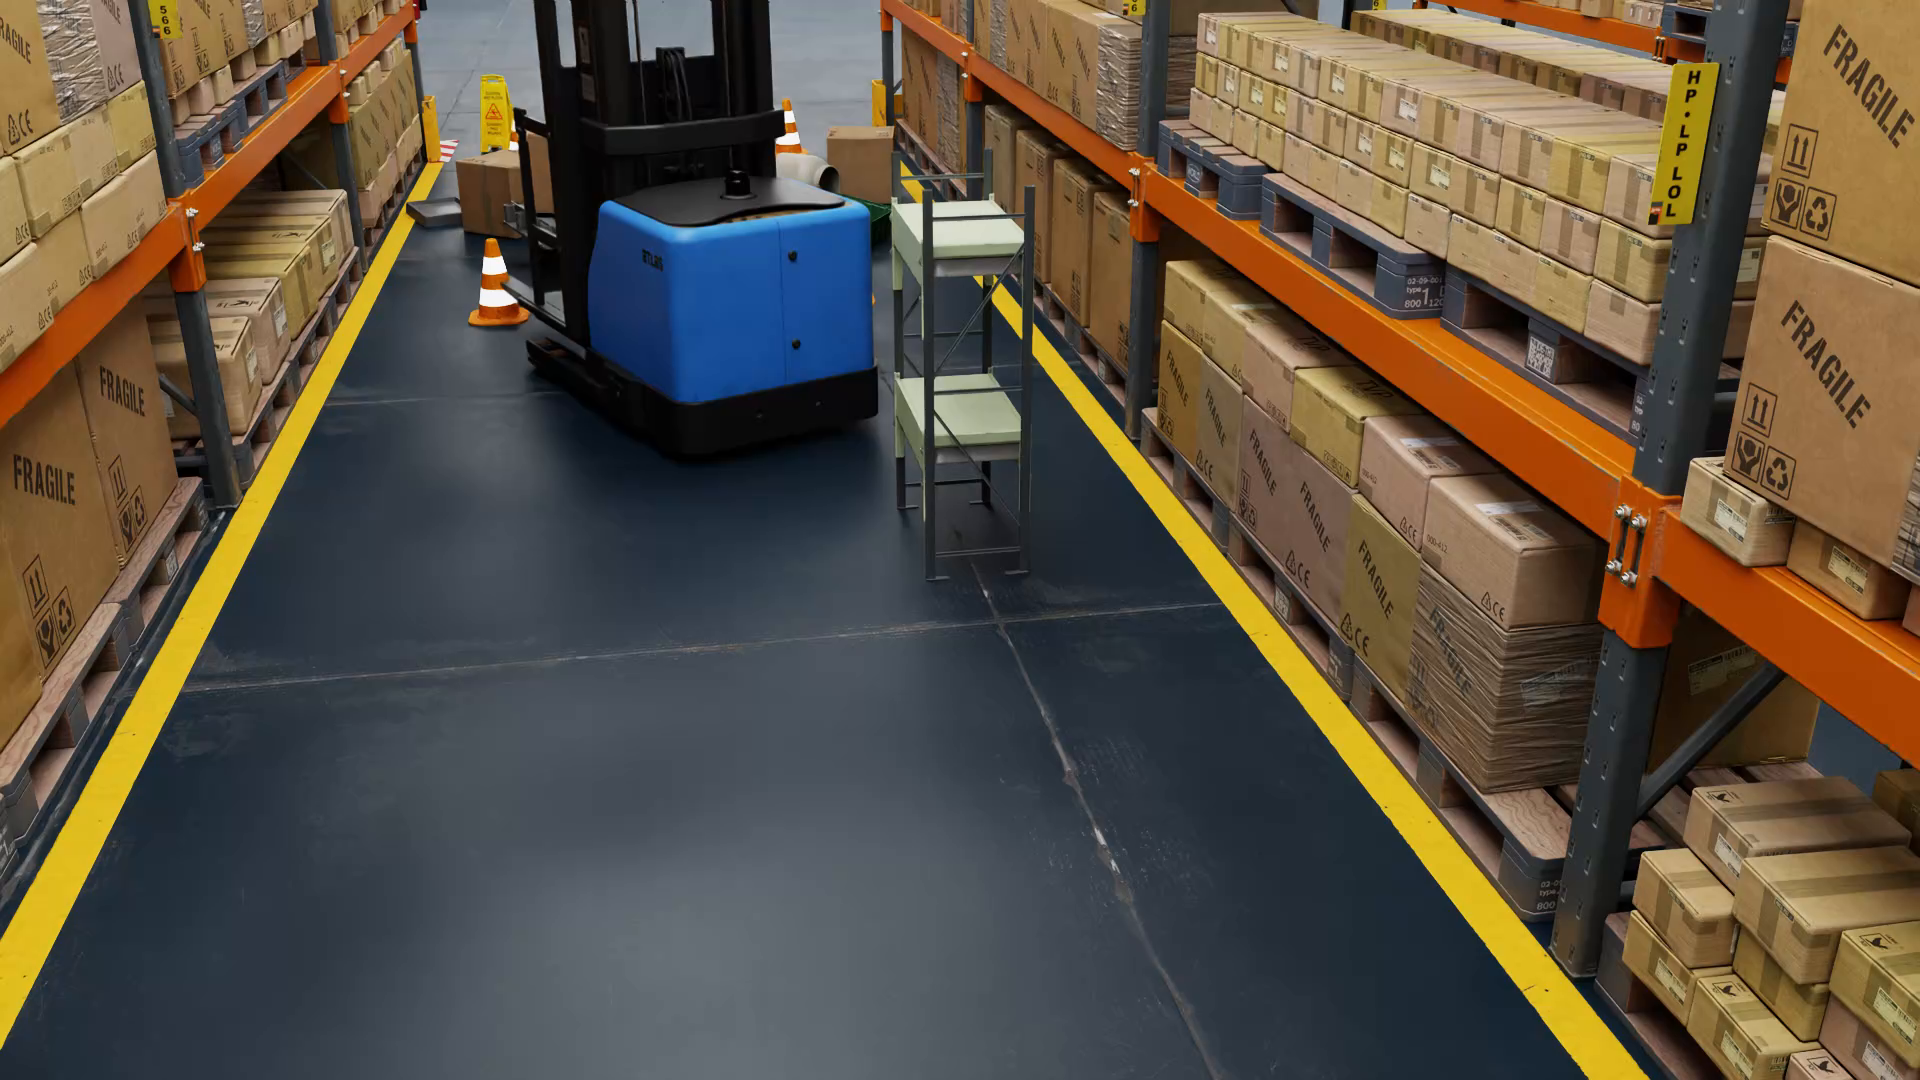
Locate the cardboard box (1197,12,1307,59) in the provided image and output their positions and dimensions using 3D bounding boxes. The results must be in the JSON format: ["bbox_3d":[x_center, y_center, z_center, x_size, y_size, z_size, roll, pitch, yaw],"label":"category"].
[{"bbox_3d":[1.181,-2.046,6.732,0.380,0.149,0.250,-4,24,-10],"label":"cardboard box"}]

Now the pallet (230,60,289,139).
[{"bbox_3d":[-3.967,-2.175,8.223,1.003,0.211,1.213,-4,24,-10],"label":"pallet"}]

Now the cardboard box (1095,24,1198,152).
[{"bbox_3d":[0.938,-2.097,7.678,0.500,0.500,0.500,-4,24,-10],"label":"cardboard box"}]

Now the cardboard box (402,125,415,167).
[{"bbox_3d":[-4.538,-3.064,12.929,0.500,0.250,0.500,-4,24,-10],"label":"cardboard box"}]

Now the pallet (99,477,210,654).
[{"bbox_3d":[-3.489,0.106,6.244,1.003,0.211,1.213,-4,24,-10],"label":"pallet"}]

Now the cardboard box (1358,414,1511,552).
[{"bbox_3d":[1.557,-0.188,5.095,0.500,0.250,0.500,-3,24,-7],"label":"cardboard box"}]

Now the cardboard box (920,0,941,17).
[{"bbox_3d":[0.161,-4.317,12.699,0.875,0.550,0.500,-4,24,-10],"label":"cardboard box"}]

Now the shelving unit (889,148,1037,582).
[{"bbox_3d":[-0.001,-0.690,6.456,0.431,1.500,0.755,-4,24,-10],"label":"shelving unit"}]

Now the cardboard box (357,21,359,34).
[{"bbox_3d":[-4.312,-3.494,11.315,0.380,0.149,0.250,-4,24,-10],"label":"cardboard box"}]

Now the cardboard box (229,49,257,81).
[{"bbox_3d":[-3.689,-2.346,8.162,0.380,0.149,0.250,-4,24,-8],"label":"cardboard box"}]

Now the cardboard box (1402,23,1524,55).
[{"bbox_3d":[1.919,-1.883,6.359,0.380,0.149,0.250,-4,24,-8],"label":"cardboard box"}]

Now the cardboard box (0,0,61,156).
[{"bbox_3d":[-3.020,-1.411,4.858,0.500,0.500,0.500,-4,24,-10],"label":"cardboard box"}]

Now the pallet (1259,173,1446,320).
[{"bbox_3d":[1.692,-1.030,5.601,1.003,0.211,1.213,-4,24,-10],"label":"pallet"}]

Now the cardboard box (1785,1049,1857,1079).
[{"bbox_3d":[1.923,1.159,3.385,0.380,0.149,0.250,-4,24,-10],"label":"cardboard box"}]

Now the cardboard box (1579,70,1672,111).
[{"bbox_3d":[2.164,-1.368,5.180,0.380,0.149,0.250,-3,24,-8],"label":"cardboard box"}]

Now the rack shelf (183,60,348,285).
[{"bbox_3d":[-3.931,-1.945,8.353,1.077,0.370,4.000,-4,24,-10],"label":"rack shelf"}]

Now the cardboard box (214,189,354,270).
[{"bbox_3d":[-4.201,-1.843,9.981,0.950,0.372,0.625,-4,24,-9],"label":"cardboard box"}]

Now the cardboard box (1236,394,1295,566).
[{"bbox_3d":[1.361,-0.244,6.160,0.500,0.500,0.500,-5,24,-11],"label":"cardboard box"}]

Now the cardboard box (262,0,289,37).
[{"bbox_3d":[-3.807,-2.872,8.558,0.500,0.500,0.500,-3,24,-8],"label":"cardboard box"}]

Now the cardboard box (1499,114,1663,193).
[{"bbox_3d":[1.662,-1.021,4.386,0.380,0.149,0.250,-5,24,-11],"label":"cardboard box"}]

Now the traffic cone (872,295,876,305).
[{"bbox_3d":[-0.690,-1.665,9.985,0.336,0.463,0.334,-4,24,-10],"label":"traffic cone"}]

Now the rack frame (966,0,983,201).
[{"bbox_3d":[0.546,-3.467,10.941,1.000,3.000,0.127,-4,24,-10],"label":"rack frame"}]

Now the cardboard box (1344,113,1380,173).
[{"bbox_3d":[1.471,-1.290,5.374,0.380,0.149,0.250,-3,24,-8],"label":"cardboard box"}]

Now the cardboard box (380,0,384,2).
[{"bbox_3d":[-4.492,-4.229,12.189,0.500,0.500,0.500,-4,24,-10],"label":"cardboard box"}]

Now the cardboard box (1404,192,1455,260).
[{"bbox_3d":[1.561,-0.947,4.960,0.380,0.149,0.250,-5,24,-12],"label":"cardboard box"}]

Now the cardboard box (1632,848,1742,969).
[{"bbox_3d":[1.777,0.824,3.782,0.380,0.149,0.250,-3,24,-7],"label":"cardboard box"}]

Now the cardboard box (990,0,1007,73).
[{"bbox_3d":[0.472,-3.088,9.947,0.500,0.500,0.500,-4,24,-9],"label":"cardboard box"}]

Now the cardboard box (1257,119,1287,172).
[{"bbox_3d":[1.321,-1.462,6.140,0.380,0.149,0.250,-3,24,-7],"label":"cardboard box"}]

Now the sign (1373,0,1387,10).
[{"bbox_3d":[1.817,-2.432,7.223,0.100,0.325,0.005,-4,24,-10],"label":"sign"}]

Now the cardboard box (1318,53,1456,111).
[{"bbox_3d":[1.425,-1.531,5.553,0.380,0.149,0.250,-4,24,-8],"label":"cardboard box"}]

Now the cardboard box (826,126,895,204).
[{"bbox_3d":[-0.750,-2.857,12.664,0.500,0.500,0.500,0,24,-1],"label":"cardboard box"}]

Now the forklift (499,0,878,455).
[{"bbox_3d":[-1.629,-2.262,8.267,1.130,2.935,3.031,-15,28,-31],"label":"forklift"}]

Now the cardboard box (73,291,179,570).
[{"bbox_3d":[-3.515,-0.429,6.113,0.875,0.875,0.875,-5,24,-10],"label":"cardboard box"}]

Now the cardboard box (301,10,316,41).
[{"bbox_3d":[-3.934,-2.956,9.560,0.380,0.149,0.250,-4,24,-9],"label":"cardboard box"}]

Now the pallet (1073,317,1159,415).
[{"bbox_3d":[1.214,-0.931,8.619,1.003,0.211,1.213,-4,24,-10],"label":"pallet"}]

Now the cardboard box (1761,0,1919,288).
[{"bbox_3d":[1.869,-0.765,3.008,0.500,0.500,0.500,-4,24,-8],"label":"cardboard box"}]

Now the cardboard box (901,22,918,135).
[{"bbox_3d":[-0.004,-3.997,14.285,0.875,0.875,0.875,-4,24,-9],"label":"cardboard box"}]

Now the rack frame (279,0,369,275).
[{"bbox_3d":[-4.300,-3.061,10.011,1.000,3.000,0.127,-4,24,-10],"label":"rack frame"}]

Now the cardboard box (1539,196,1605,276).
[{"bbox_3d":[1.707,-0.779,4.204,0.380,0.149,0.250,-4,24,-9],"label":"cardboard box"}]

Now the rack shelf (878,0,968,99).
[{"bbox_3d":[0.176,-3.924,12.886,1.077,0.370,4.000,-4,24,-10],"label":"rack shelf"}]

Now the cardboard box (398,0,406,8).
[{"bbox_3d":[-4.605,-4.296,13.154,0.380,0.149,0.250,-5,24,-10],"label":"cardboard box"}]

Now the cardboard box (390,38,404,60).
[{"bbox_3d":[-4.502,-3.772,12.803,0.380,0.149,0.250,-4,24,-8],"label":"cardboard box"}]

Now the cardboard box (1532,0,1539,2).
[{"bbox_3d":[4.876,-4.437,13.476,0.380,0.149,0.250,-4,24,-10],"label":"cardboard box"}]

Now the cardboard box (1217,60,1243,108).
[{"bbox_3d":[1.230,-1.796,6.532,0.380,0.149,0.250,-3,24,-7],"label":"cardboard box"}]

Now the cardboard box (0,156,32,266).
[{"bbox_3d":[-2.912,-0.871,4.559,0.500,0.250,0.500,-5,24,-11],"label":"cardboard box"}]

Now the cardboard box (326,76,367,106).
[{"bbox_3d":[-4.108,-2.940,10.897,0.380,0.149,0.250,-4,24,-9],"label":"cardboard box"}]

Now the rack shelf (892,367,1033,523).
[{"bbox_3d":[-0.001,-0.391,6.586,0.431,0.370,0.720,-4,24,-10],"label":"rack shelf"}]

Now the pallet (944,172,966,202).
[{"bbox_3d":[0.482,-2.494,12.197,1.003,0.211,1.213,-4,24,-10],"label":"pallet"}]

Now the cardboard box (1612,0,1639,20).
[{"bbox_3d":[5.086,-3.944,12.346,0.380,0.149,0.250,-4,24,-10],"label":"cardboard box"}]

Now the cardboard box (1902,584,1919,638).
[{"bbox_3d":[1.977,0.128,3.024,0.380,0.149,0.250,-5,24,-12],"label":"cardboard box"}]

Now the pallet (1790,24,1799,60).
[{"bbox_3d":[5.772,-2.909,9.902,1.003,0.211,1.213,-4,24,-10],"label":"pallet"}]

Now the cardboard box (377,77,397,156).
[{"bbox_3d":[-4.349,-3.003,11.851,0.500,0.500,0.500,-3,24,-7],"label":"cardboard box"}]
